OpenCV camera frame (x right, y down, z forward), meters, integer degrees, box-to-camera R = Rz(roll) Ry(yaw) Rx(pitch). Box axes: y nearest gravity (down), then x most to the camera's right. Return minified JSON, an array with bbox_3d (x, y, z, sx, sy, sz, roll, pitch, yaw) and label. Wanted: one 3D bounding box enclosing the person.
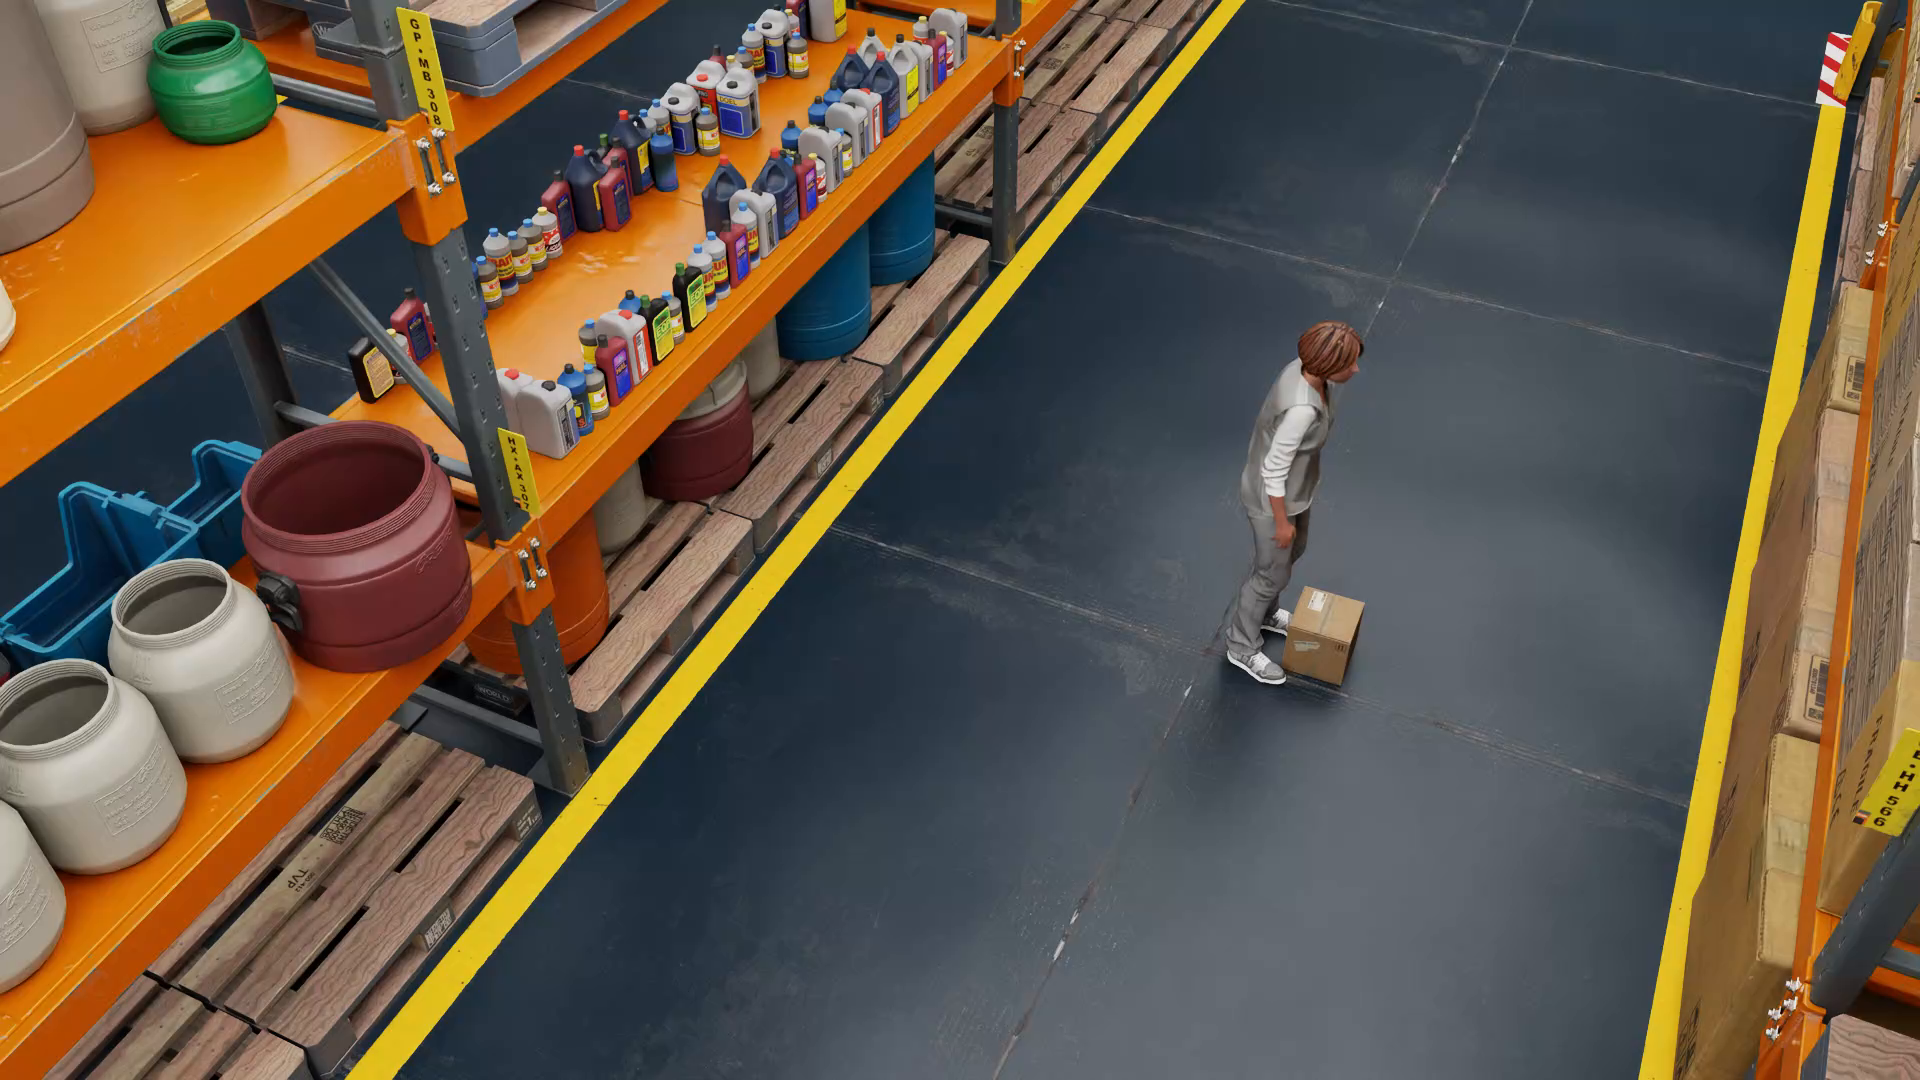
[{"bbox_3d":[1.249,-0.172,6.356,0.345,1.593,0.479,16,45,17],"label":"person"}]
